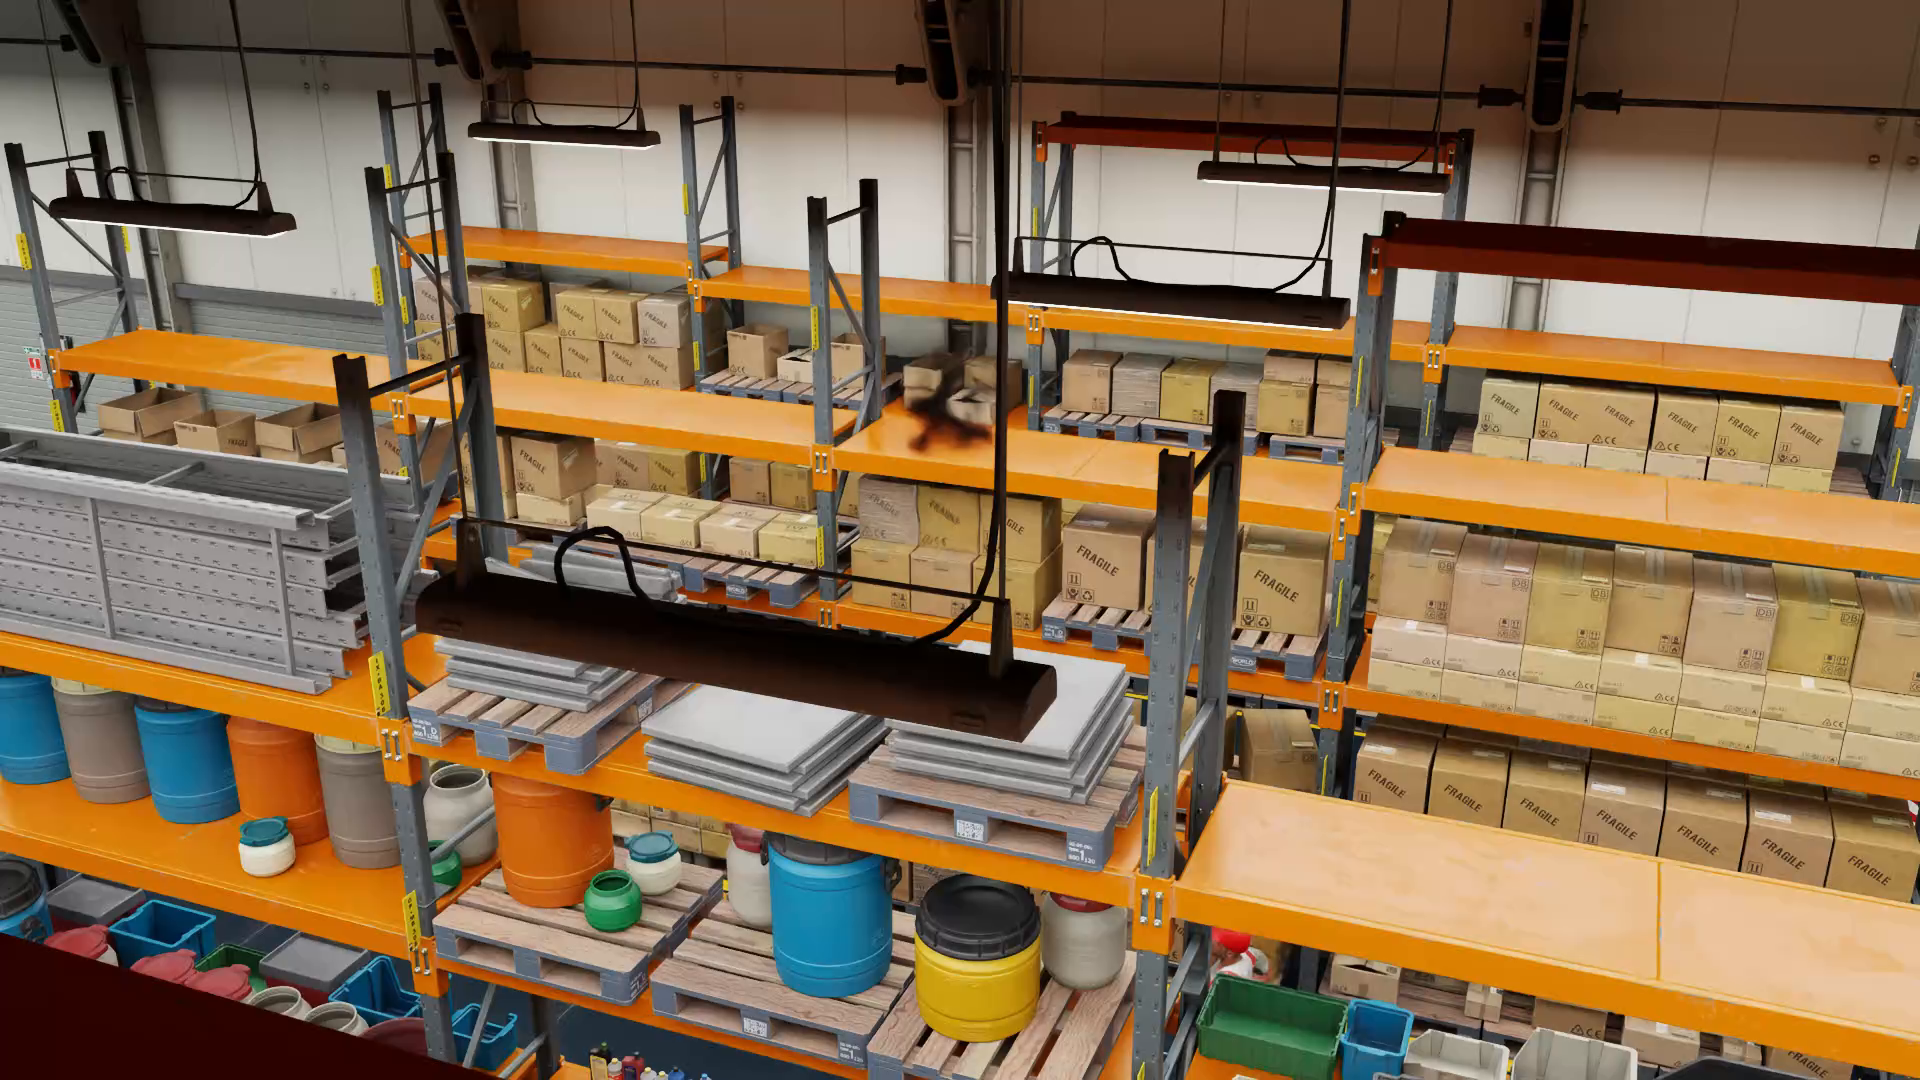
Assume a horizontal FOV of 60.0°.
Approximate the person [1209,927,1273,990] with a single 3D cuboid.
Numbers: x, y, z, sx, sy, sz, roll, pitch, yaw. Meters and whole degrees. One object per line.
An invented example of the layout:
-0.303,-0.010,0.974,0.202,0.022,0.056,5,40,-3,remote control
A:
1.783,3.332,11.091,0.933,1.824,0.646,5,21,12,person
